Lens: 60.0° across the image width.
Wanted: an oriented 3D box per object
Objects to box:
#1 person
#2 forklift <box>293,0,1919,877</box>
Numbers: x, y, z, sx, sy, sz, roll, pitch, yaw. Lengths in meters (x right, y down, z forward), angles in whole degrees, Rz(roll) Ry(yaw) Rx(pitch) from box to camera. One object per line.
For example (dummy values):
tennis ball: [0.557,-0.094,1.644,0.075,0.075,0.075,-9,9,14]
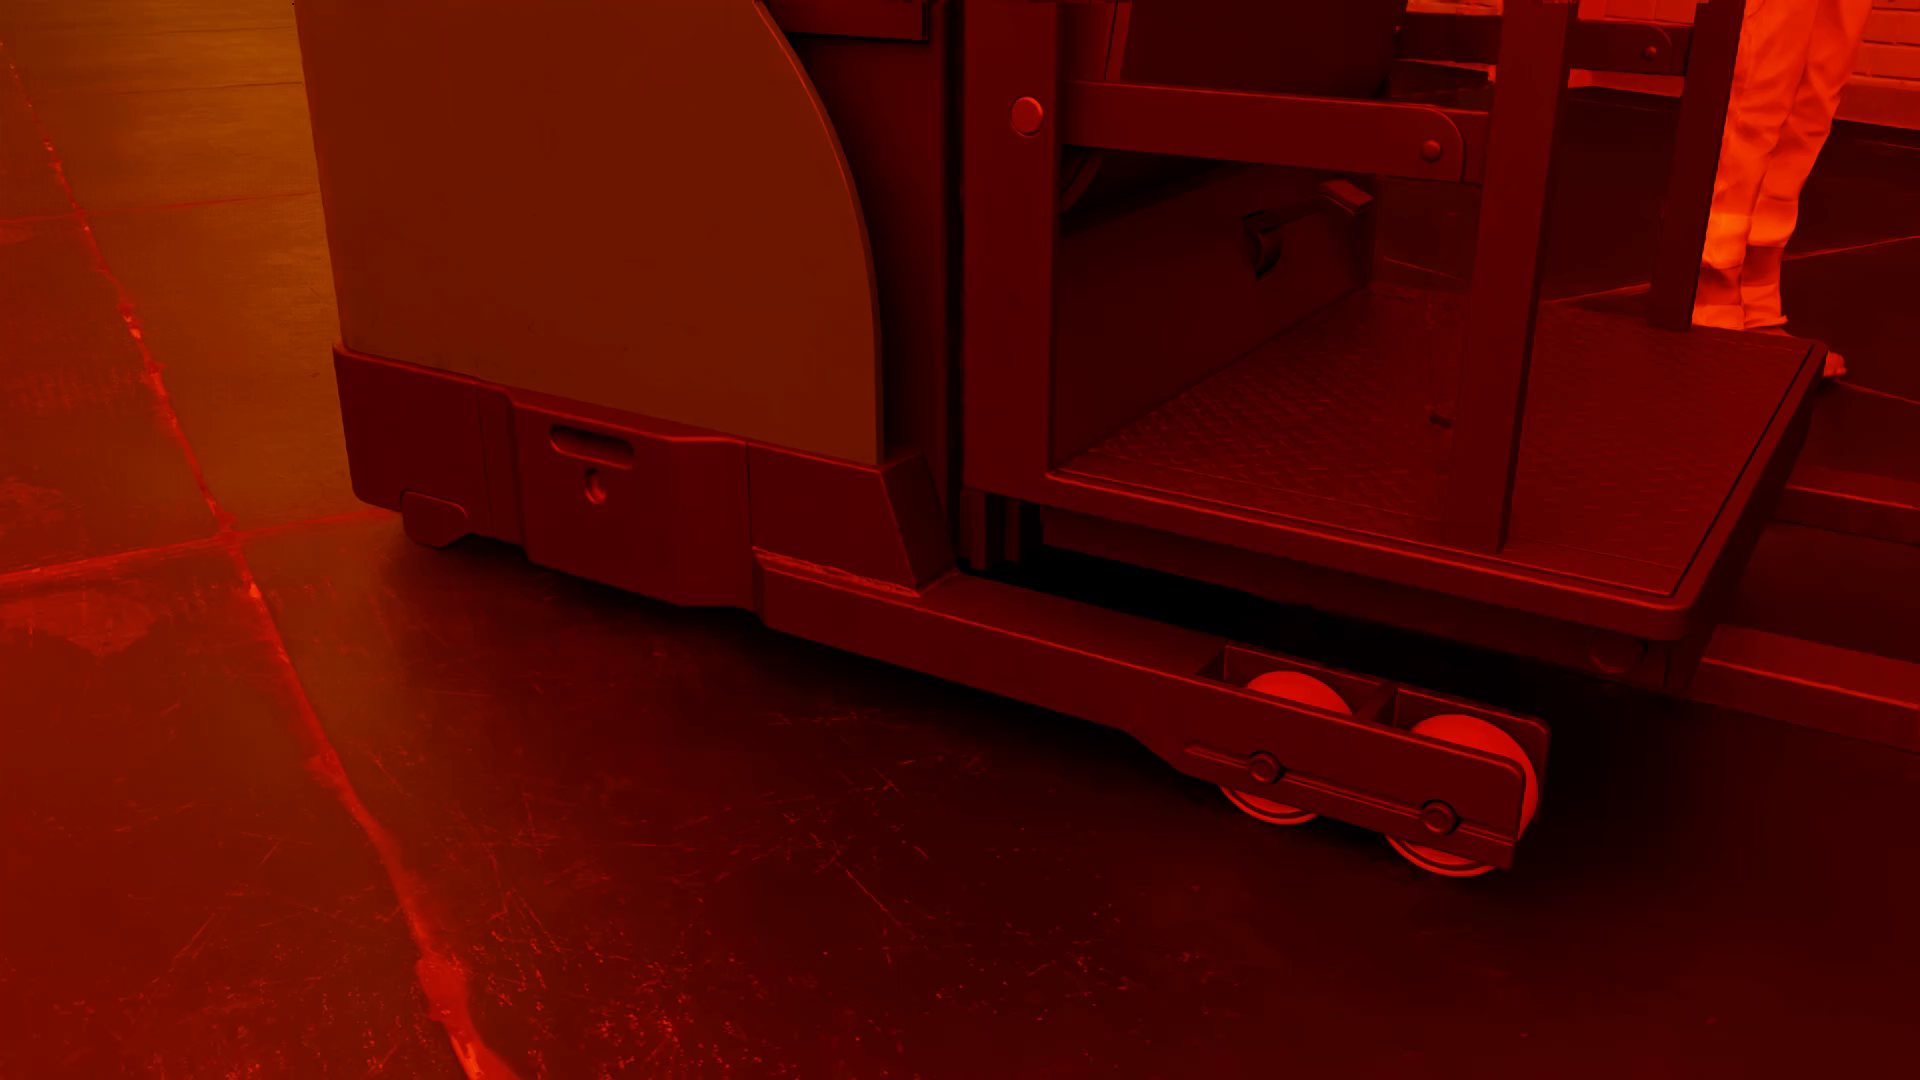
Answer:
person: [1.647,-1.178,3.137,0.647,1.793,0.542,-12,25,-27]
forklift: [0.554,-1.230,1.770,3.031,2.935,1.130,13,26,29]
